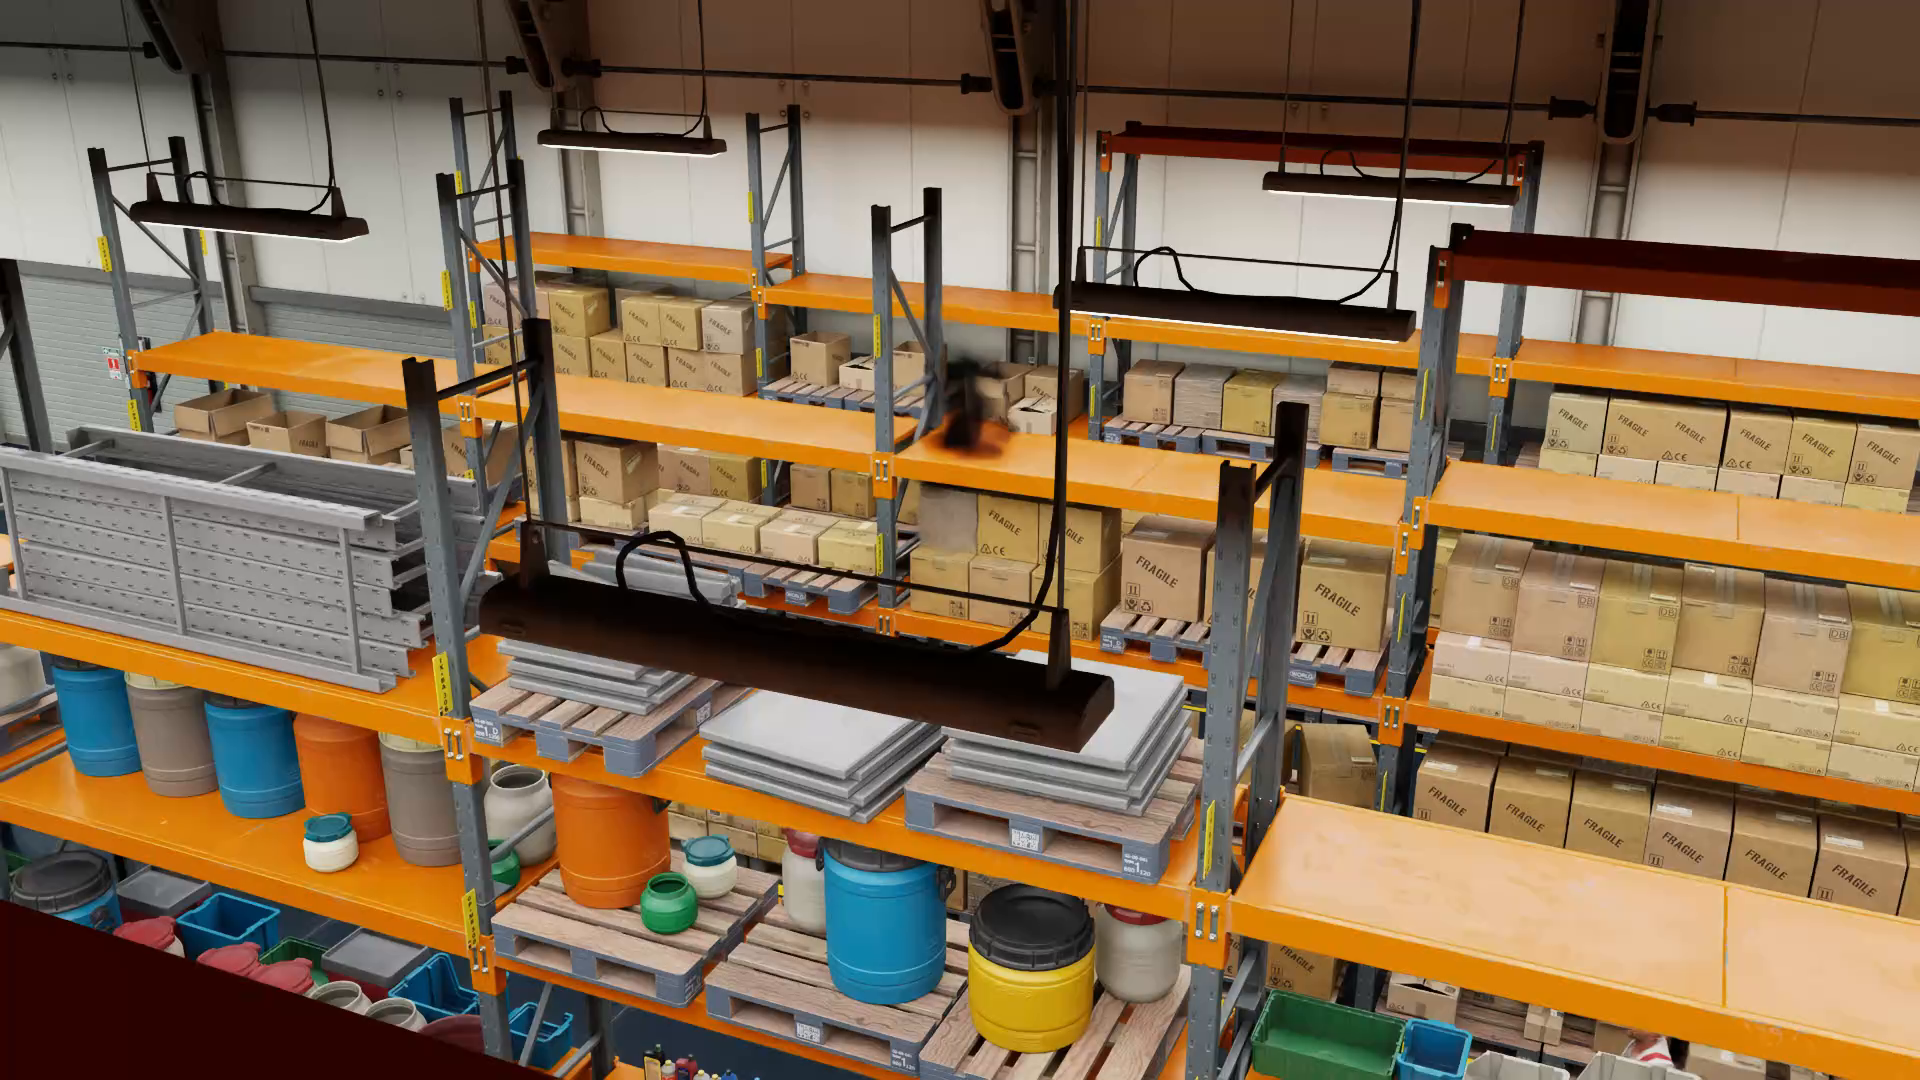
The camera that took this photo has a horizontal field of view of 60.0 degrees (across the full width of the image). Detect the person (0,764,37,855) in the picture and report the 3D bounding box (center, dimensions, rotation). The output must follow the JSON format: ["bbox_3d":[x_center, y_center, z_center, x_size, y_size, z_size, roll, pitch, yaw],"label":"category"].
[{"bbox_3d":[-8.160,2.337,14.193,0.682,1.617,0.503,6,21,16],"label":"person"}]

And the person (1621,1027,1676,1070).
[{"bbox_3d":[4.270,3.656,10.475,0.638,1.753,0.642,7,22,17],"label":"person"}]
